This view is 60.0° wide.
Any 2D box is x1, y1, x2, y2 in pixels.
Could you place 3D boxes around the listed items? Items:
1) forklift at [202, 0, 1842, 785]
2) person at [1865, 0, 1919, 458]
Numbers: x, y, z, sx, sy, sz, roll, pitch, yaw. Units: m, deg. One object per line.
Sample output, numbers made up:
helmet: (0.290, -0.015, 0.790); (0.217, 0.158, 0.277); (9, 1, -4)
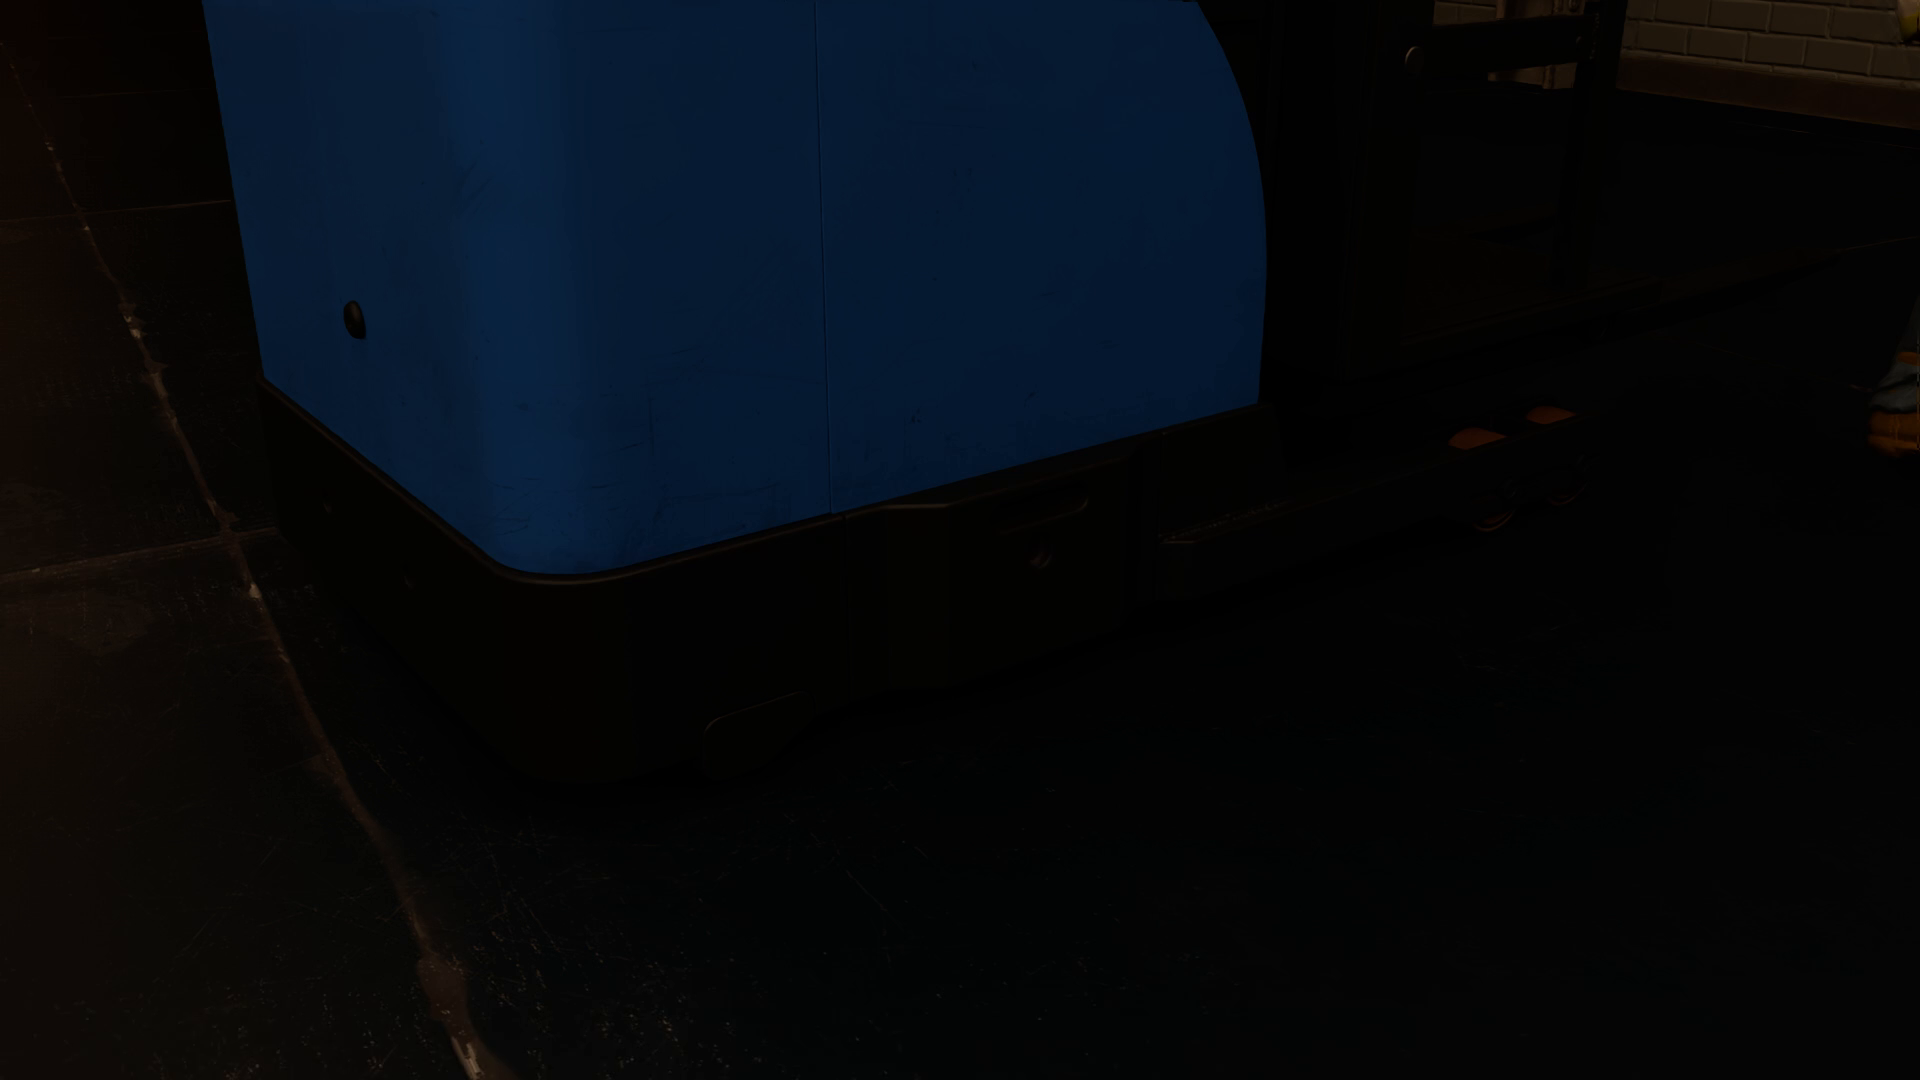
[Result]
forklift: (0.462, -1.512, 2.459); (3.031, 2.935, 1.130); (-16, 27, -34)
person: (2.076, -0.990, 2.919); (1.222, 1.533, 0.719); (-11, 25, -25)
